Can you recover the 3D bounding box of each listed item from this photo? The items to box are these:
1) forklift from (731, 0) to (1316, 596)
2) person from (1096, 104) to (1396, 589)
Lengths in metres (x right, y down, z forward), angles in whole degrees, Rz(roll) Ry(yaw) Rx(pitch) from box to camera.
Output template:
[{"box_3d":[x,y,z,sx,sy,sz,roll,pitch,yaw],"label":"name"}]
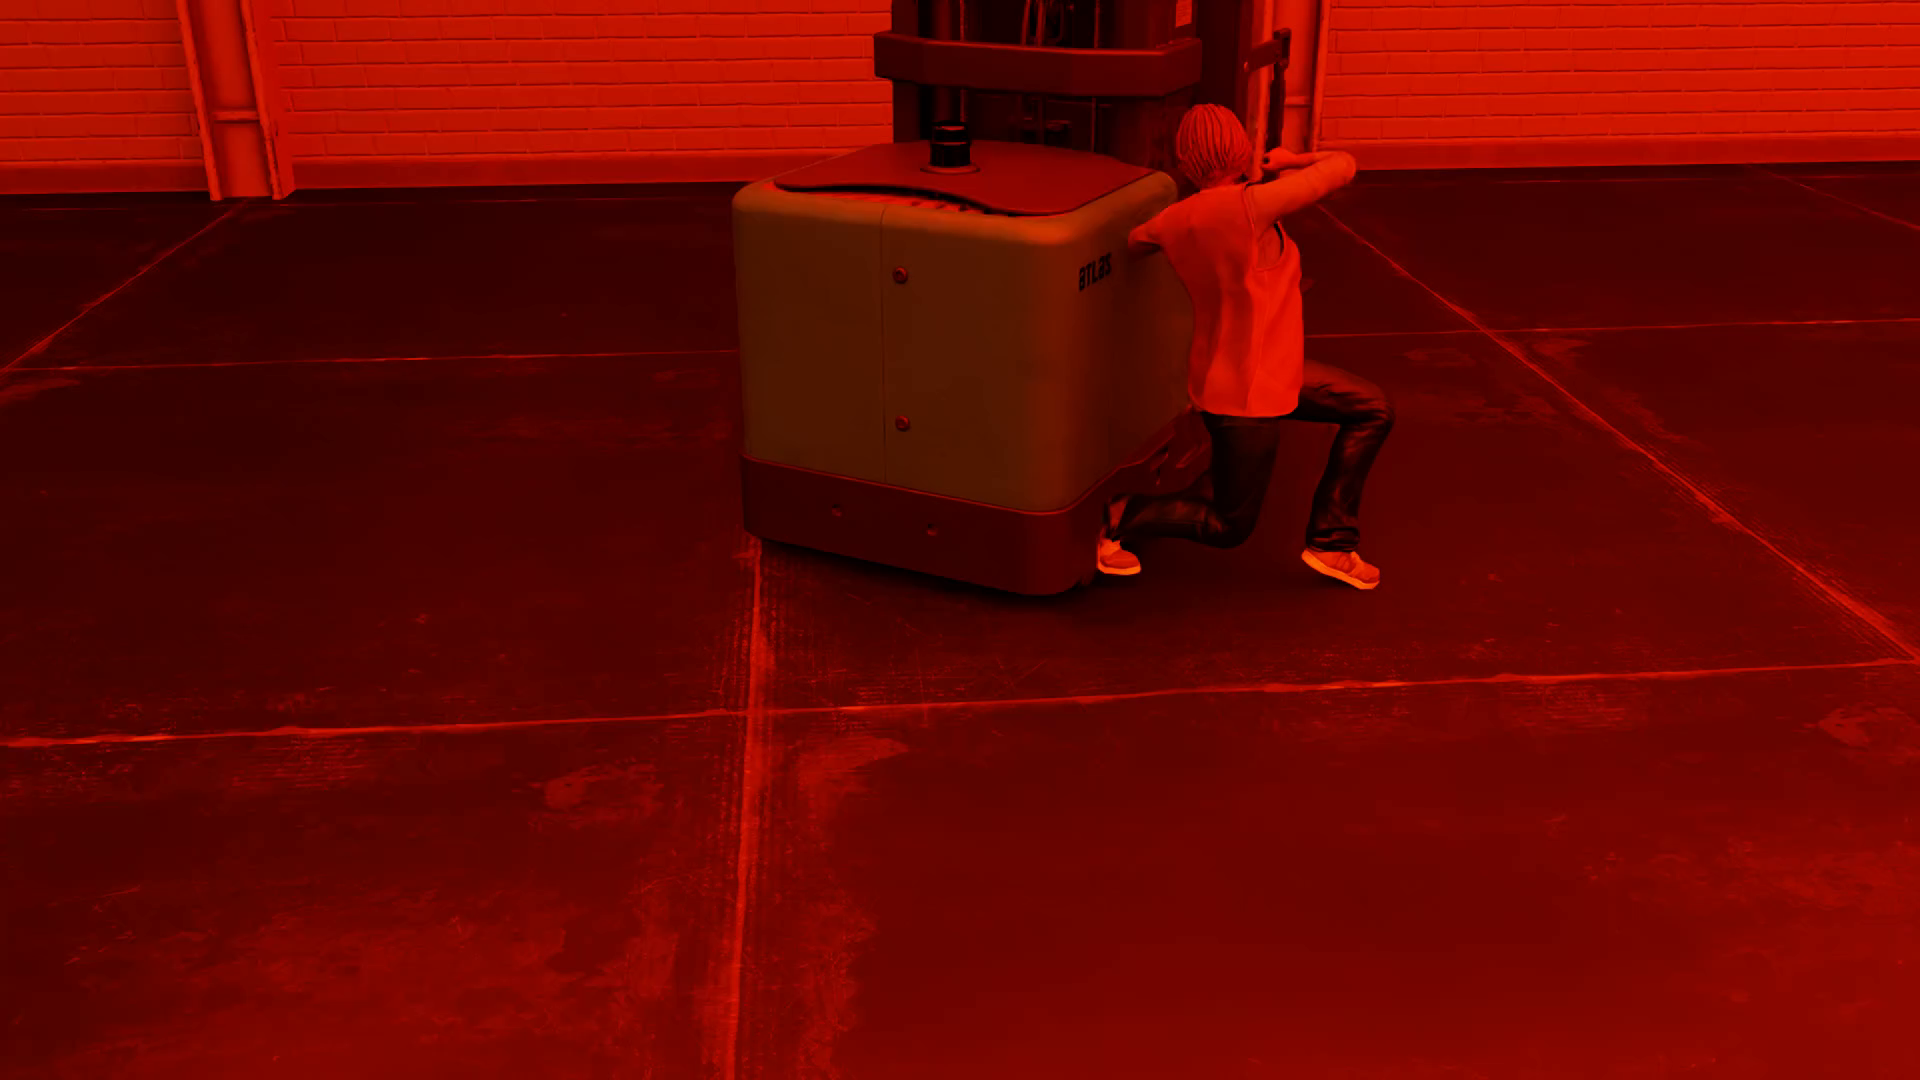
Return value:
[{"box_3d":[0.485,-1.746,5.337,1.130,2.935,3.031,12,26,25],"label":"forklift"},{"box_3d":[0.731,-0.545,4.609,0.882,1.318,0.776,-2,24,-5],"label":"person"}]
